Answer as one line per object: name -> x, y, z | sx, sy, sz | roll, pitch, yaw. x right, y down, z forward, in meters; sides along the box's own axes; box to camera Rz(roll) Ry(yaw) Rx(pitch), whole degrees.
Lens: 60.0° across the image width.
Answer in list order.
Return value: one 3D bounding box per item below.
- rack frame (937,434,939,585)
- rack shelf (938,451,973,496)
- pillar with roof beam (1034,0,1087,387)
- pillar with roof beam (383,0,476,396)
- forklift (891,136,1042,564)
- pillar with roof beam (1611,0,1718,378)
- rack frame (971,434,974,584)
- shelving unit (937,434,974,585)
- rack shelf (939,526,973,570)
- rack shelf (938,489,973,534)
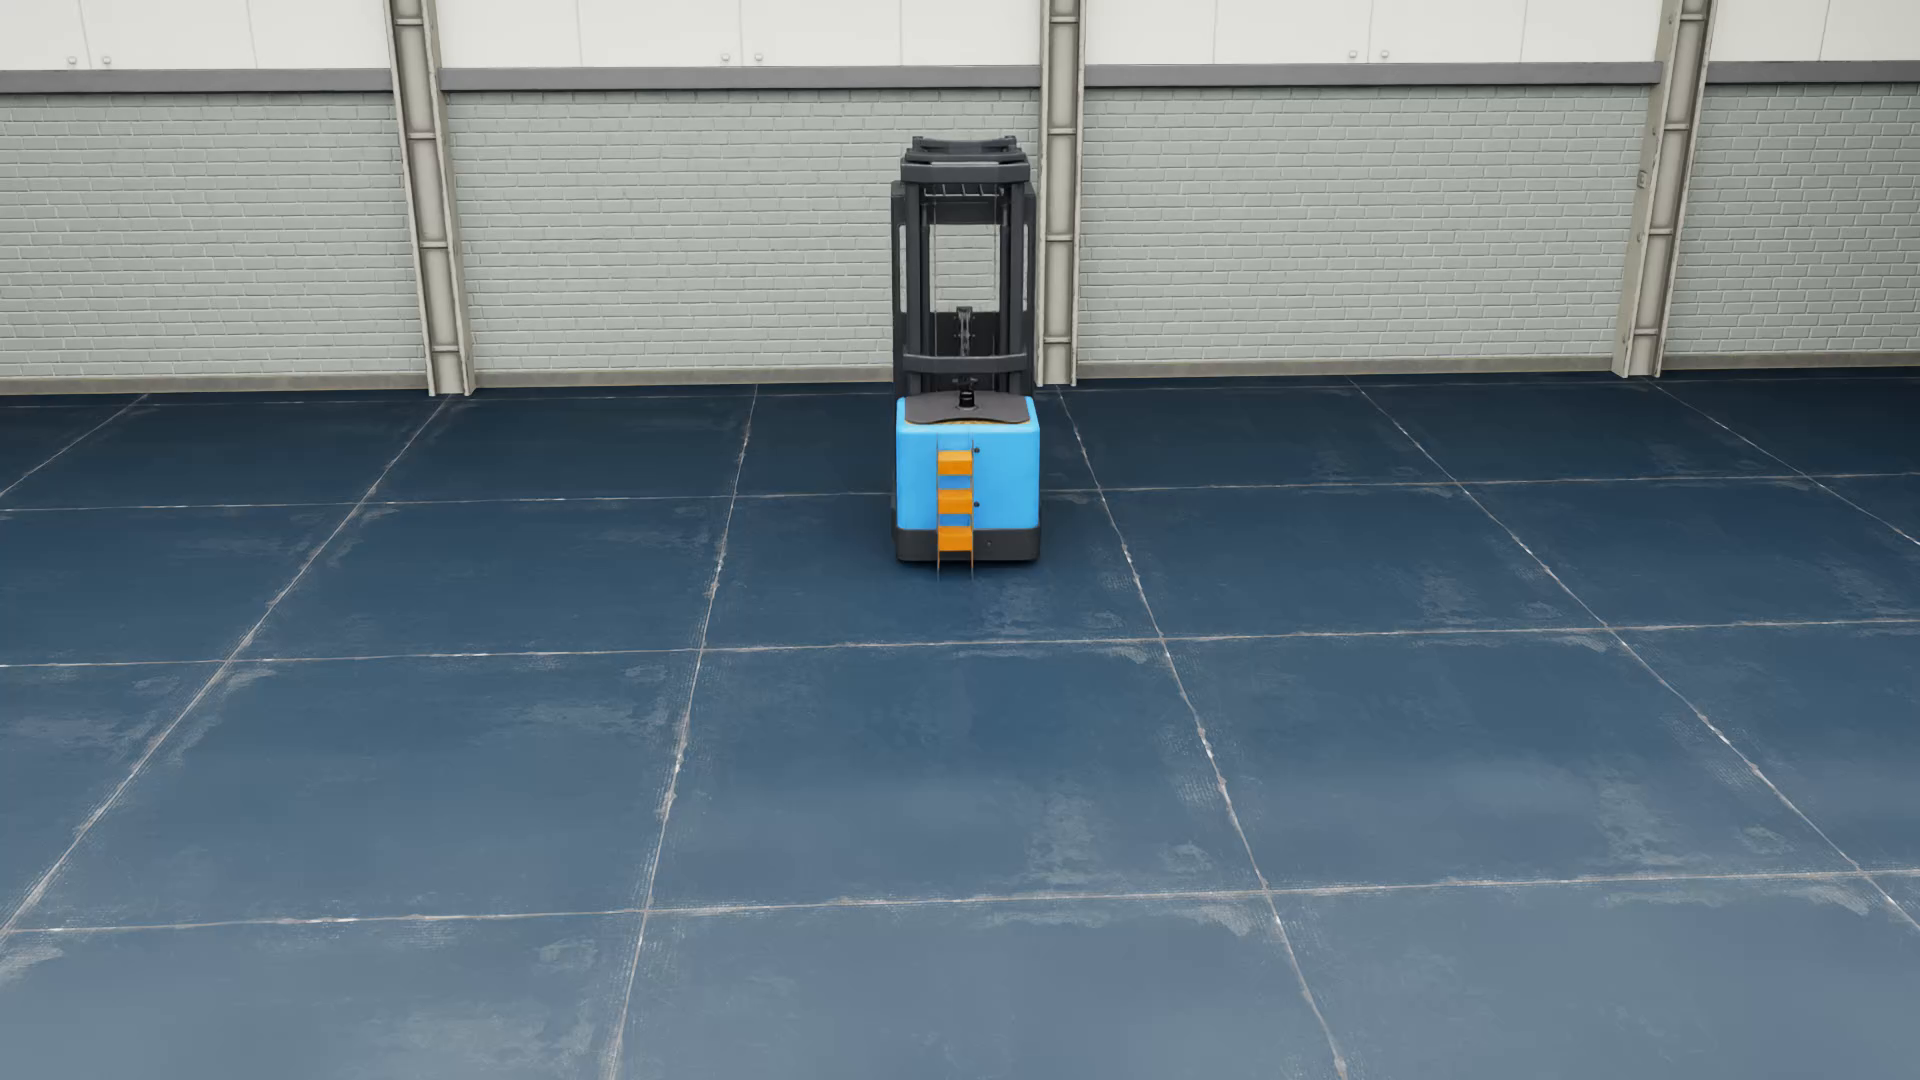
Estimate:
rack frame -> -0.155, -0.210, 11.698 | 0.008, 1.050, 0.200 | -1, 21, -2
rack shelf -> -0.033, -0.467, 11.604 | 0.240, 0.259, 0.215 | -1, 21, -2
pillar with roof beam -> 1.208, -4.271, 11.193 | 0.400, 9.000, 9.100 | -1, 21, -3
pillar with roof beam -> -4.782, -4.150, 10.873 | 0.400, 9.000, 9.100 | -1, 21, -3
forklift -> 0.020, -1.674, 12.900 | 1.130, 2.935, 3.031 | -1, 21, -2
pillar with roof beam -> 7.198, -4.393, 11.513 | 0.400, 9.000, 9.100 | -1, 21, -3
rack frame -> 0.089, -0.213, 11.704 | 0.008, 1.050, 0.200 | -1, 21, -2
shelving unit -> -0.033, -0.212, 11.701 | 0.252, 1.050, 0.215 | -1, 21, -2
rack shelf -> -0.033, 0.058, 11.804 | 0.240, 0.259, 0.215 | -1, 21, -2
rack shelf -> -0.033, -0.202, 11.705 | 0.240, 0.259, 0.215 | -1, 21, -2
